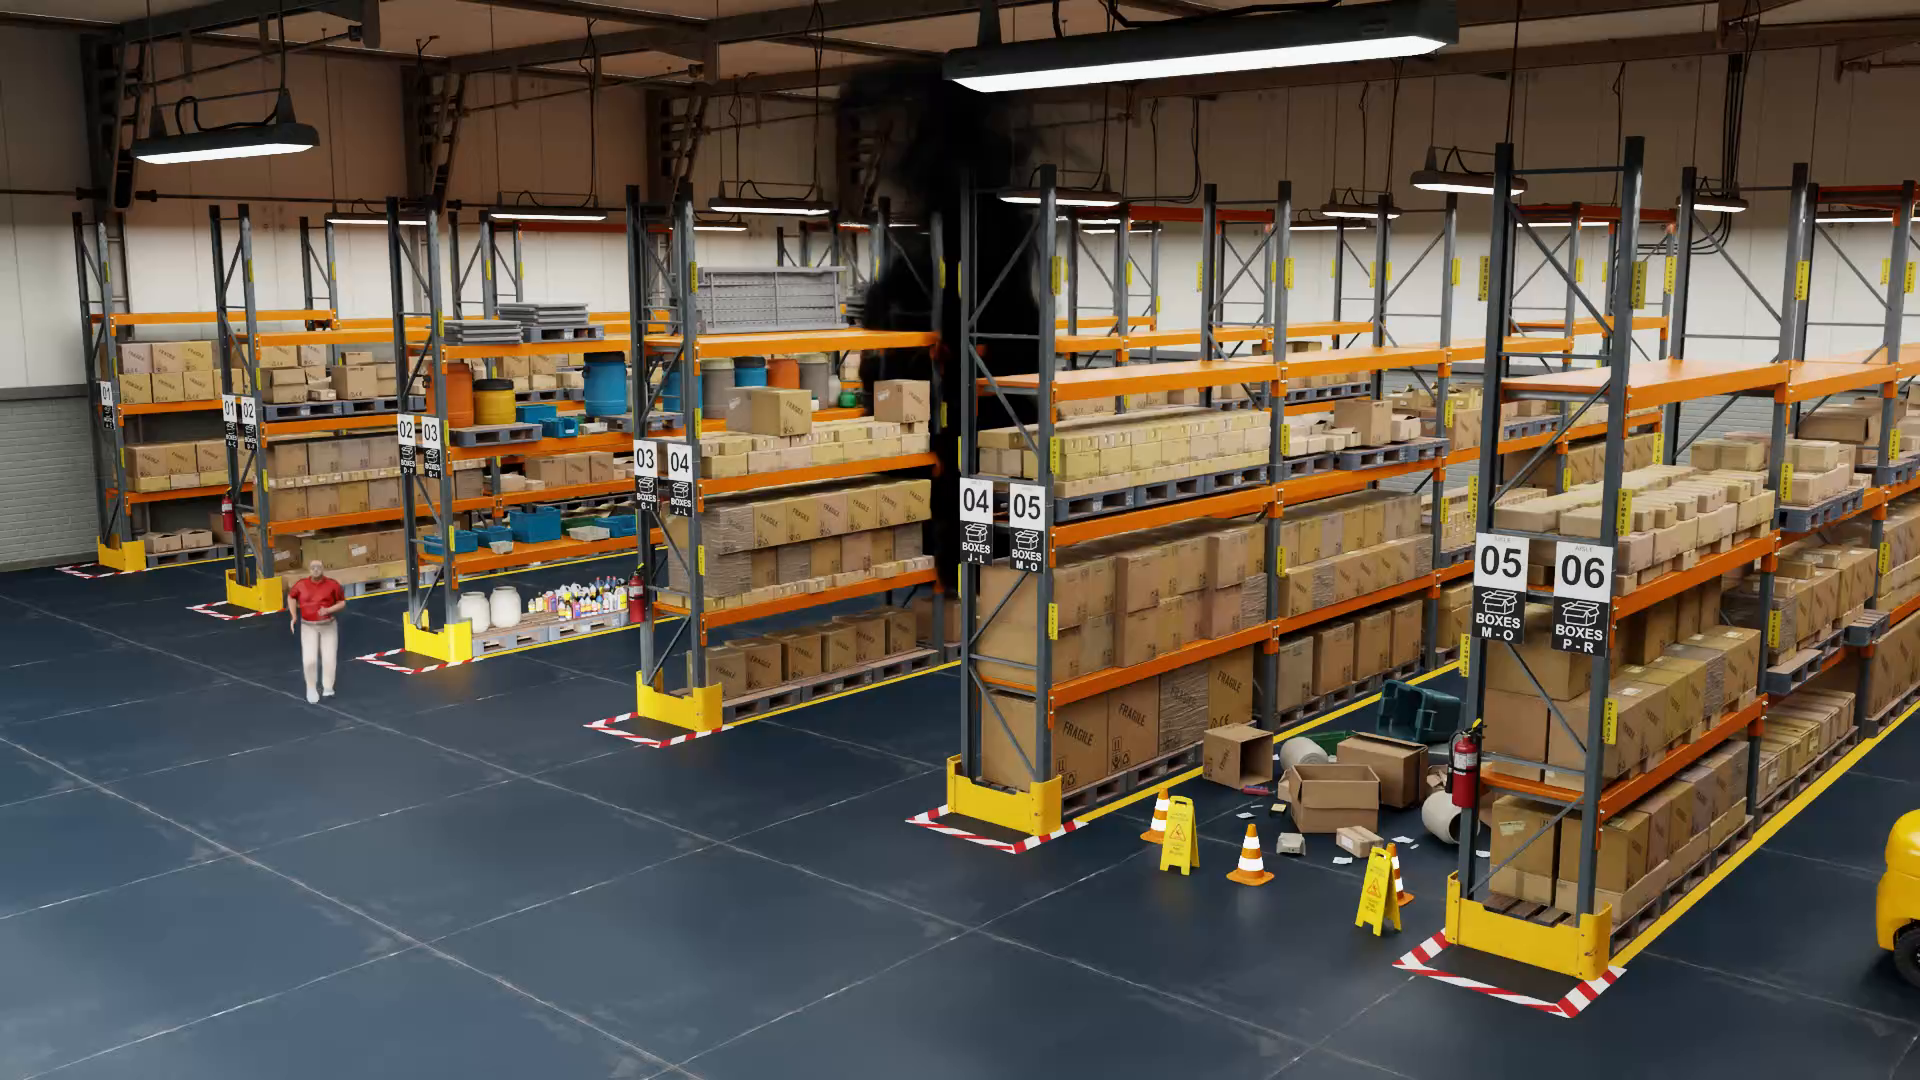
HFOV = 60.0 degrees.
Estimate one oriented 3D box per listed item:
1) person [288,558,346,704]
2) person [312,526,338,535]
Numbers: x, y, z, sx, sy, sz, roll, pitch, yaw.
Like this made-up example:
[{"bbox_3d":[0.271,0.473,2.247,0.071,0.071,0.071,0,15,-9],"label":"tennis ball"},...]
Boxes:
[{"bbox_3d":[-7.582,1.082,19.655,0.641,1.740,0.694,-4,10,-21],"label":"person"},{"bbox_3d":[-10.612,-0.273,27.910,0.546,1.766,0.736,7,12,35],"label":"person"}]
